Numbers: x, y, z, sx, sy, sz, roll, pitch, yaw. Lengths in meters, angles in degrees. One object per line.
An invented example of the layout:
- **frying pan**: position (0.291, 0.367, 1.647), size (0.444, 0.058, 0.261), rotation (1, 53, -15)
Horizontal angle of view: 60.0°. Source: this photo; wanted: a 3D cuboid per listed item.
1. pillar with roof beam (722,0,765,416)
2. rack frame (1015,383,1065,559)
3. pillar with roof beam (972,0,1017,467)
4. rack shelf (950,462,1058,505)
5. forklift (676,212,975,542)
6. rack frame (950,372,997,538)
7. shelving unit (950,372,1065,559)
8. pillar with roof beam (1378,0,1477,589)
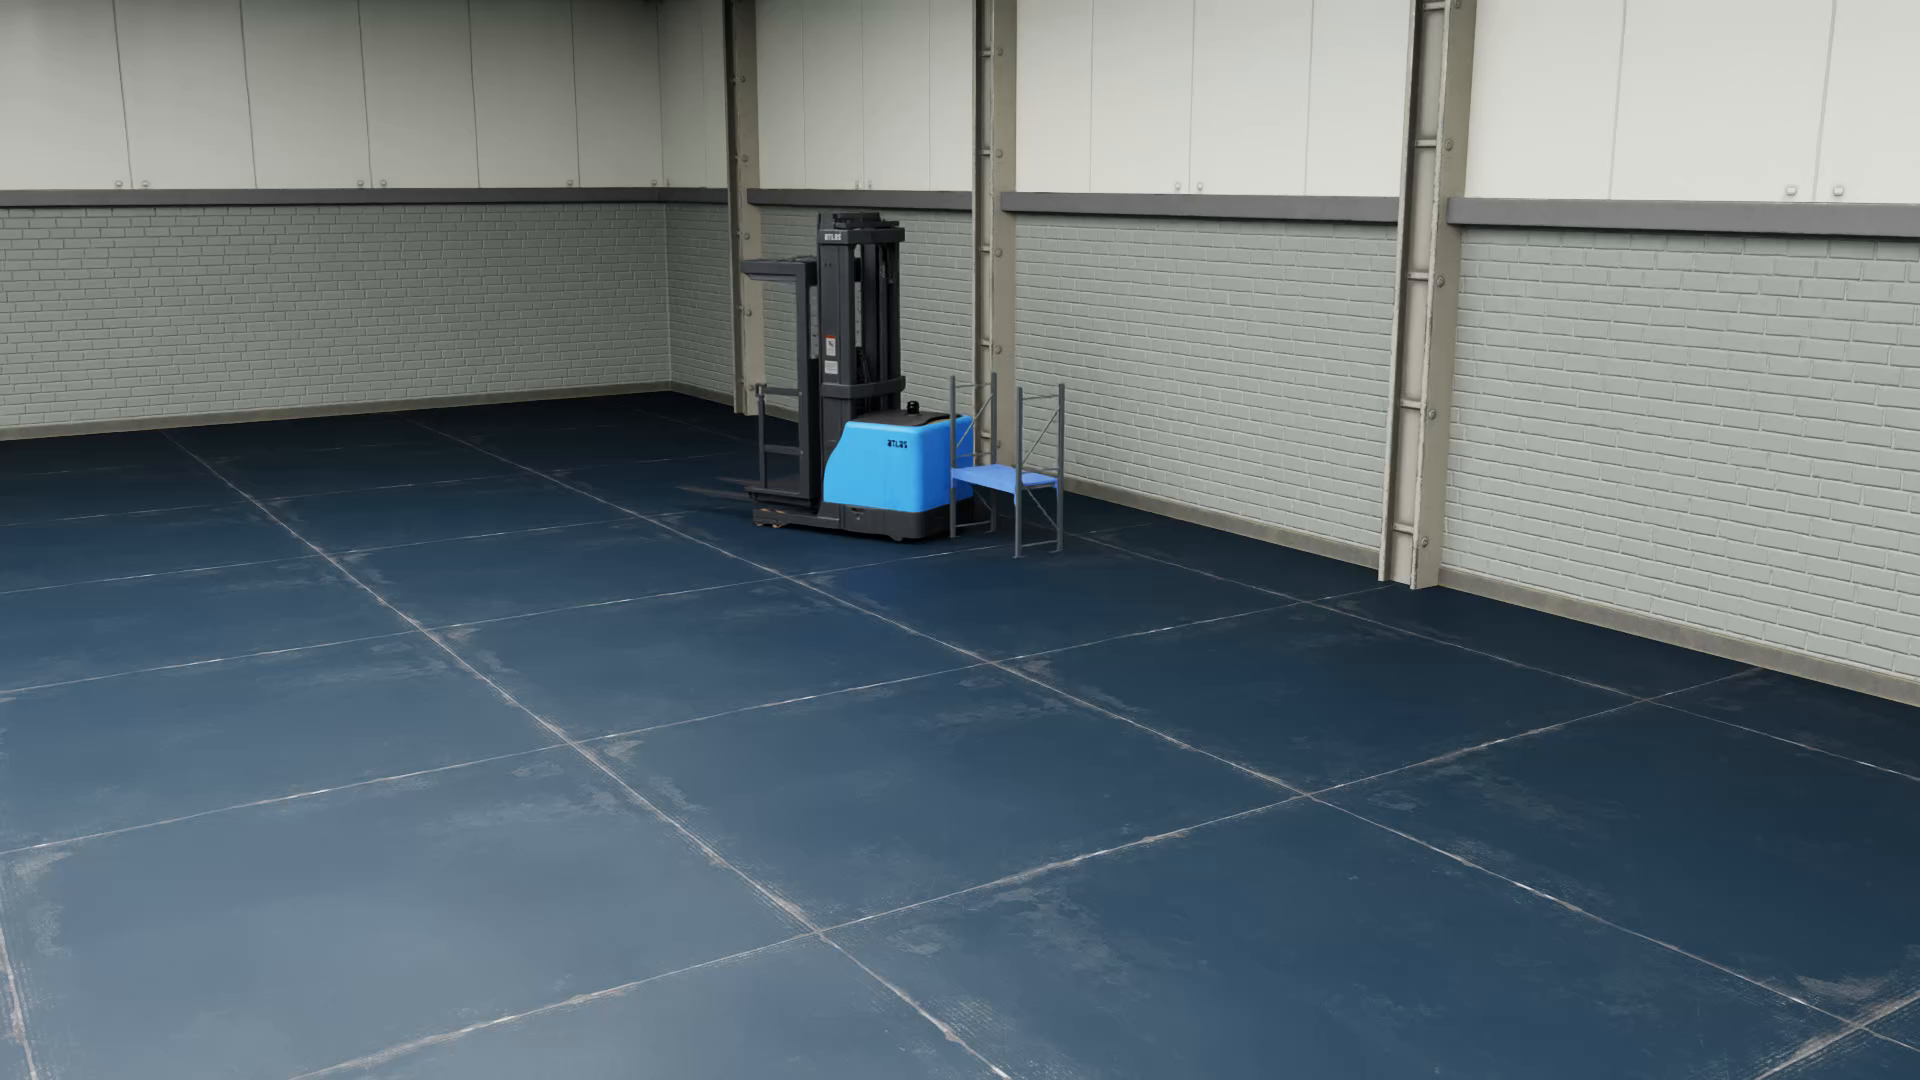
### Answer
- **pillar with roof beam**: position (-6.543, -5.674, 20.133), size (9.100, 9.000, 0.400), rotation (-8, 15, -33)
- **rack frame**: position (0.696, -0.600, 14.481), size (0.500, 1.500, 0.032), rotation (-8, 15, -33)
- **pillar with roof beam**: position (-3.219, -4.607, 15.254), size (9.100, 9.000, 0.400), rotation (-8, 15, -33)
- **rack shelf**: position (0.409, -0.514, 14.930), size (0.538, 0.185, 1.000), rotation (-8, 15, -33)
- **forklift**: position (-1.381, -1.630, 15.844), size (3.031, 2.935, 1.130), rotation (8, 14, 31)
- **rack frame**: position (0.123, -0.779, 15.302), size (0.500, 1.500, 0.032), rotation (-8, 15, -33)
- **shelving unit**: position (0.409, -0.689, 14.891), size (0.538, 1.500, 1.048), rotation (-8, 15, -33)
- **pillar with roof beam**: position (0.105, -3.540, 10.374), size (9.100, 9.000, 0.400), rotation (-8, 15, -33)
